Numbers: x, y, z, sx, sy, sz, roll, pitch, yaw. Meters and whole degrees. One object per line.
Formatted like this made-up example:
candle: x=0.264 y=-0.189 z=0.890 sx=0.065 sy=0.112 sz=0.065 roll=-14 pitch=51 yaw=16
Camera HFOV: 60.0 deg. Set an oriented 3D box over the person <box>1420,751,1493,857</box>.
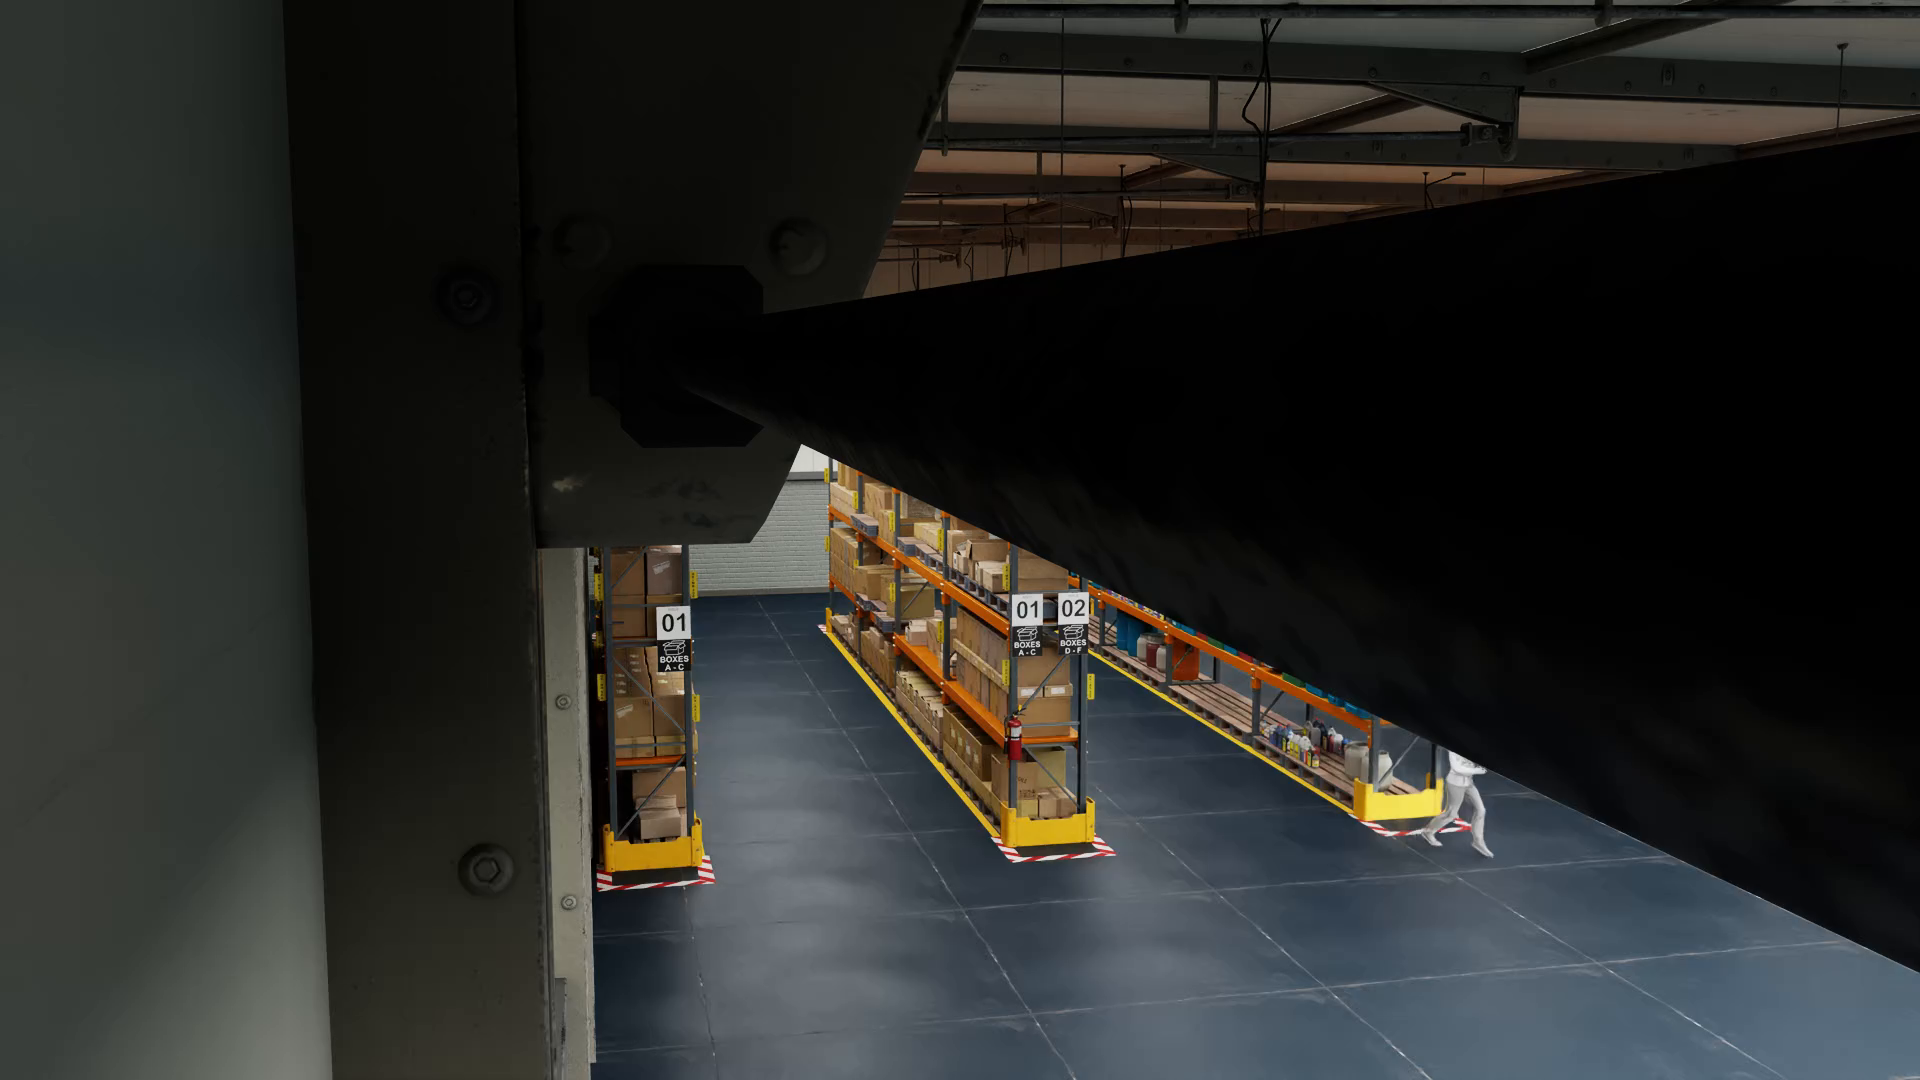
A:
person: x=6.182 y=3.056 z=20.631 sx=0.877 sy=1.714 sz=0.639 roll=4 pitch=8 yaw=33
